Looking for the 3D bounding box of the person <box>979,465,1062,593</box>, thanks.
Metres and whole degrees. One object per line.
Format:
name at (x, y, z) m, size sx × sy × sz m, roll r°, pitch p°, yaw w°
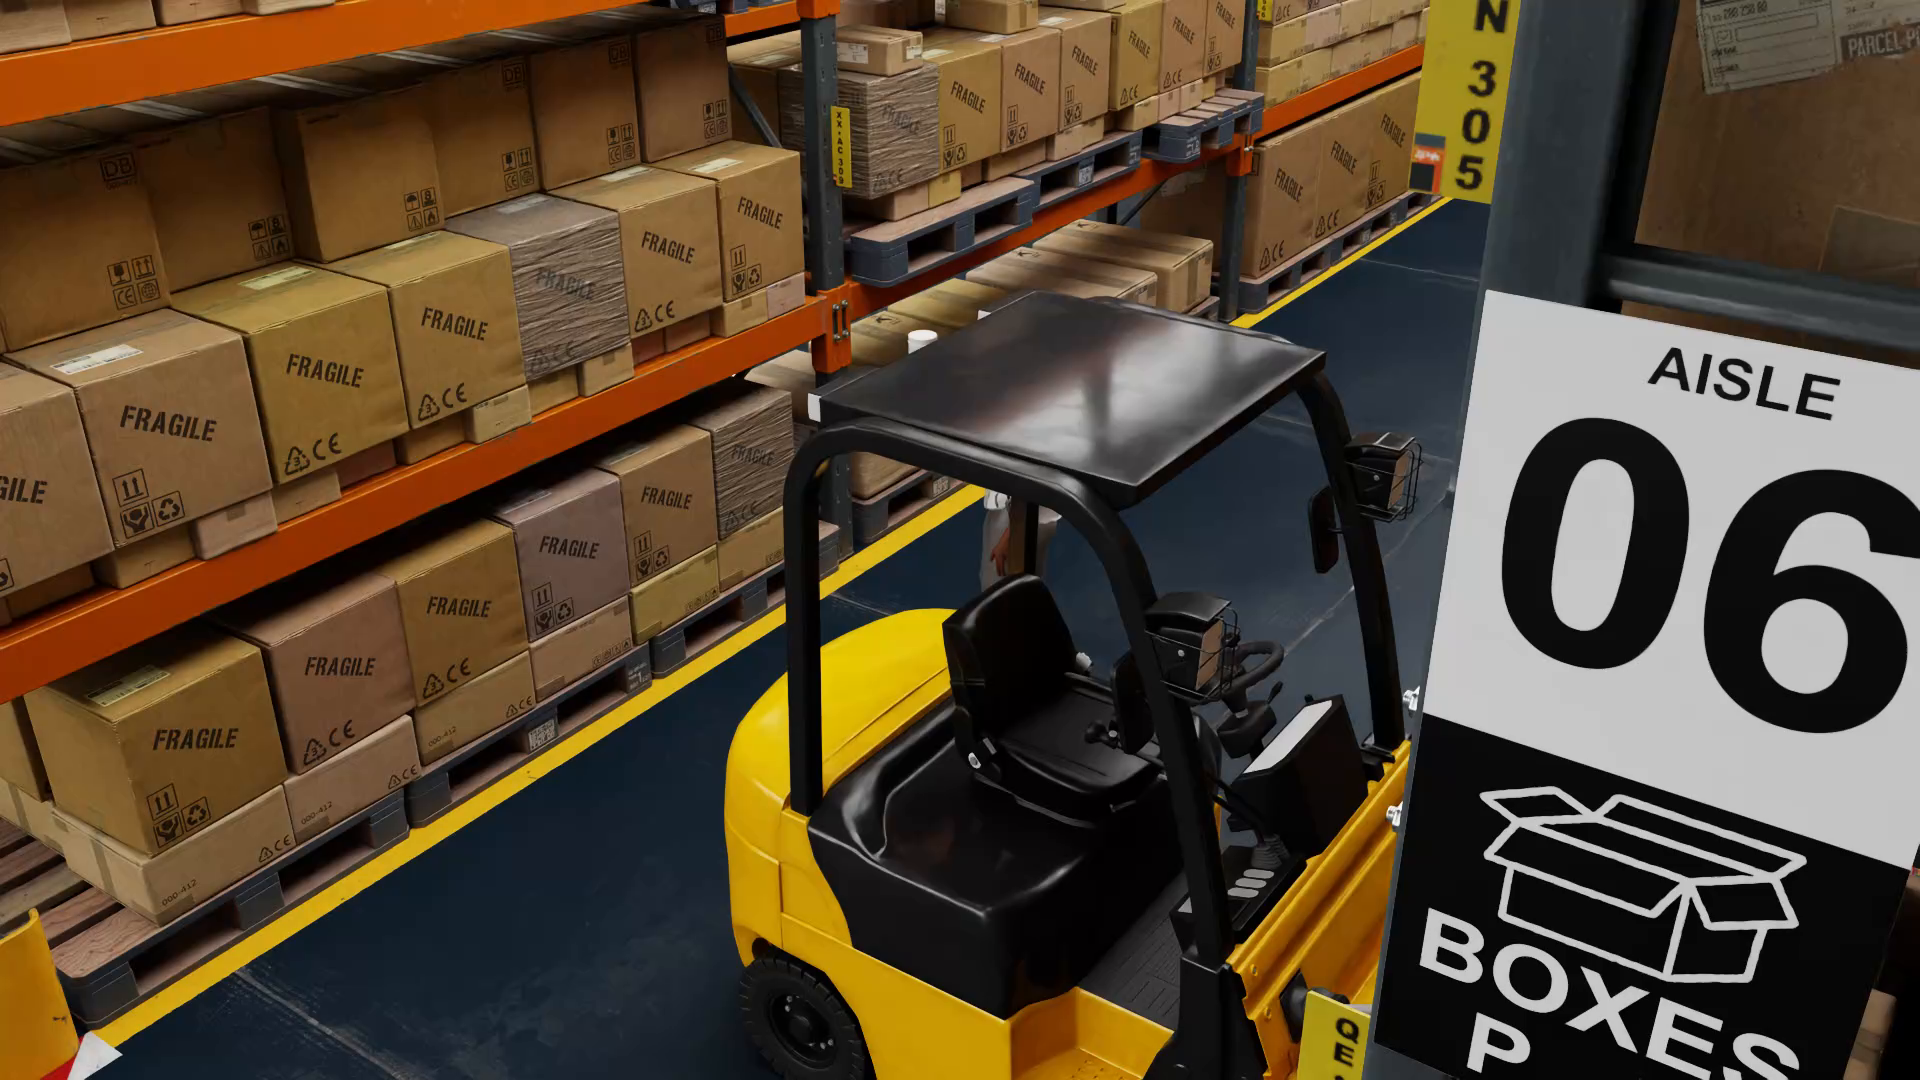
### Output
person at (0.155, -0.117, 6.291) m, size 0.530 × 1.695 × 0.569 m, roll 1°, pitch 27°, yaw 2°
